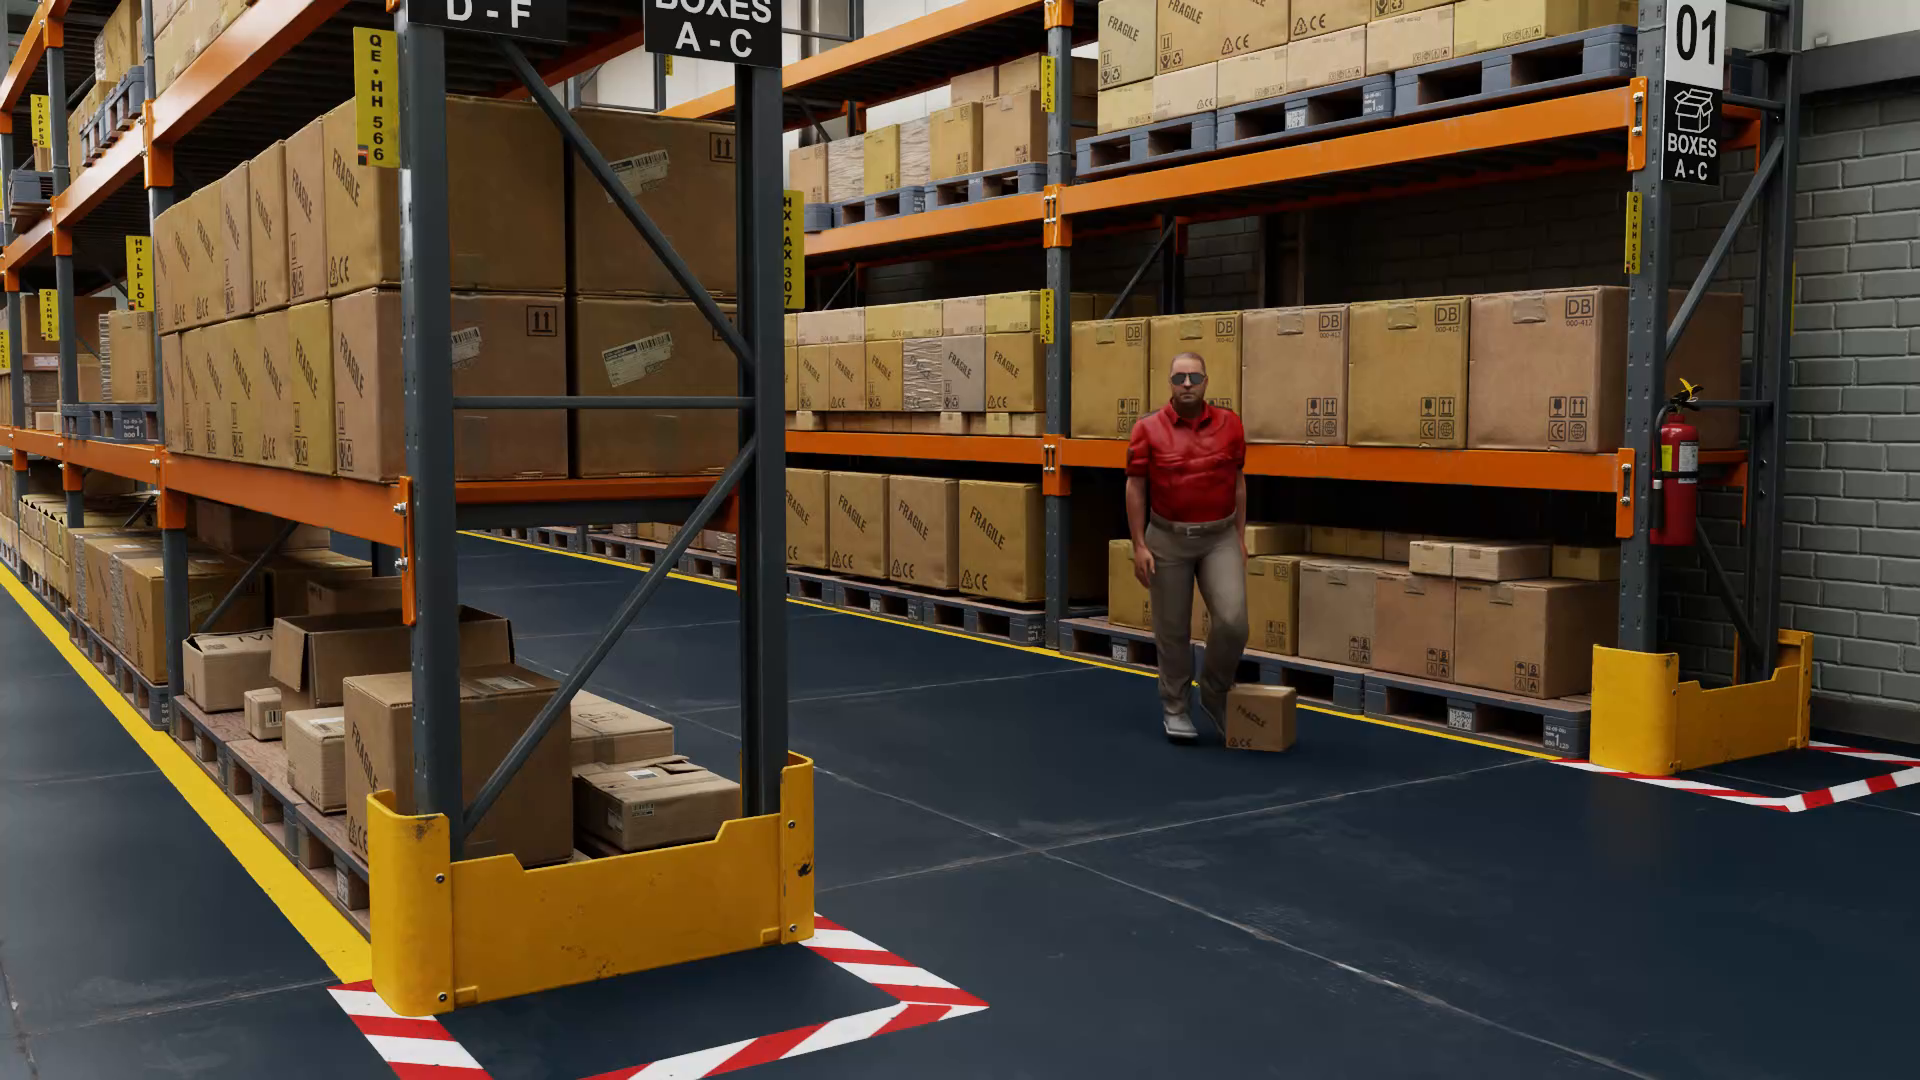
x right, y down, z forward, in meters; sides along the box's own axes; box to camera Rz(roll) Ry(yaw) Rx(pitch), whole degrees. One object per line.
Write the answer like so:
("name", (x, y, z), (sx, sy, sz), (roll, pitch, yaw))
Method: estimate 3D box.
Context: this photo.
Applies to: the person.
("person", (1.005, 0.033, 7.331), (0.565, 1.714, 0.520), (0, 5, -1))
